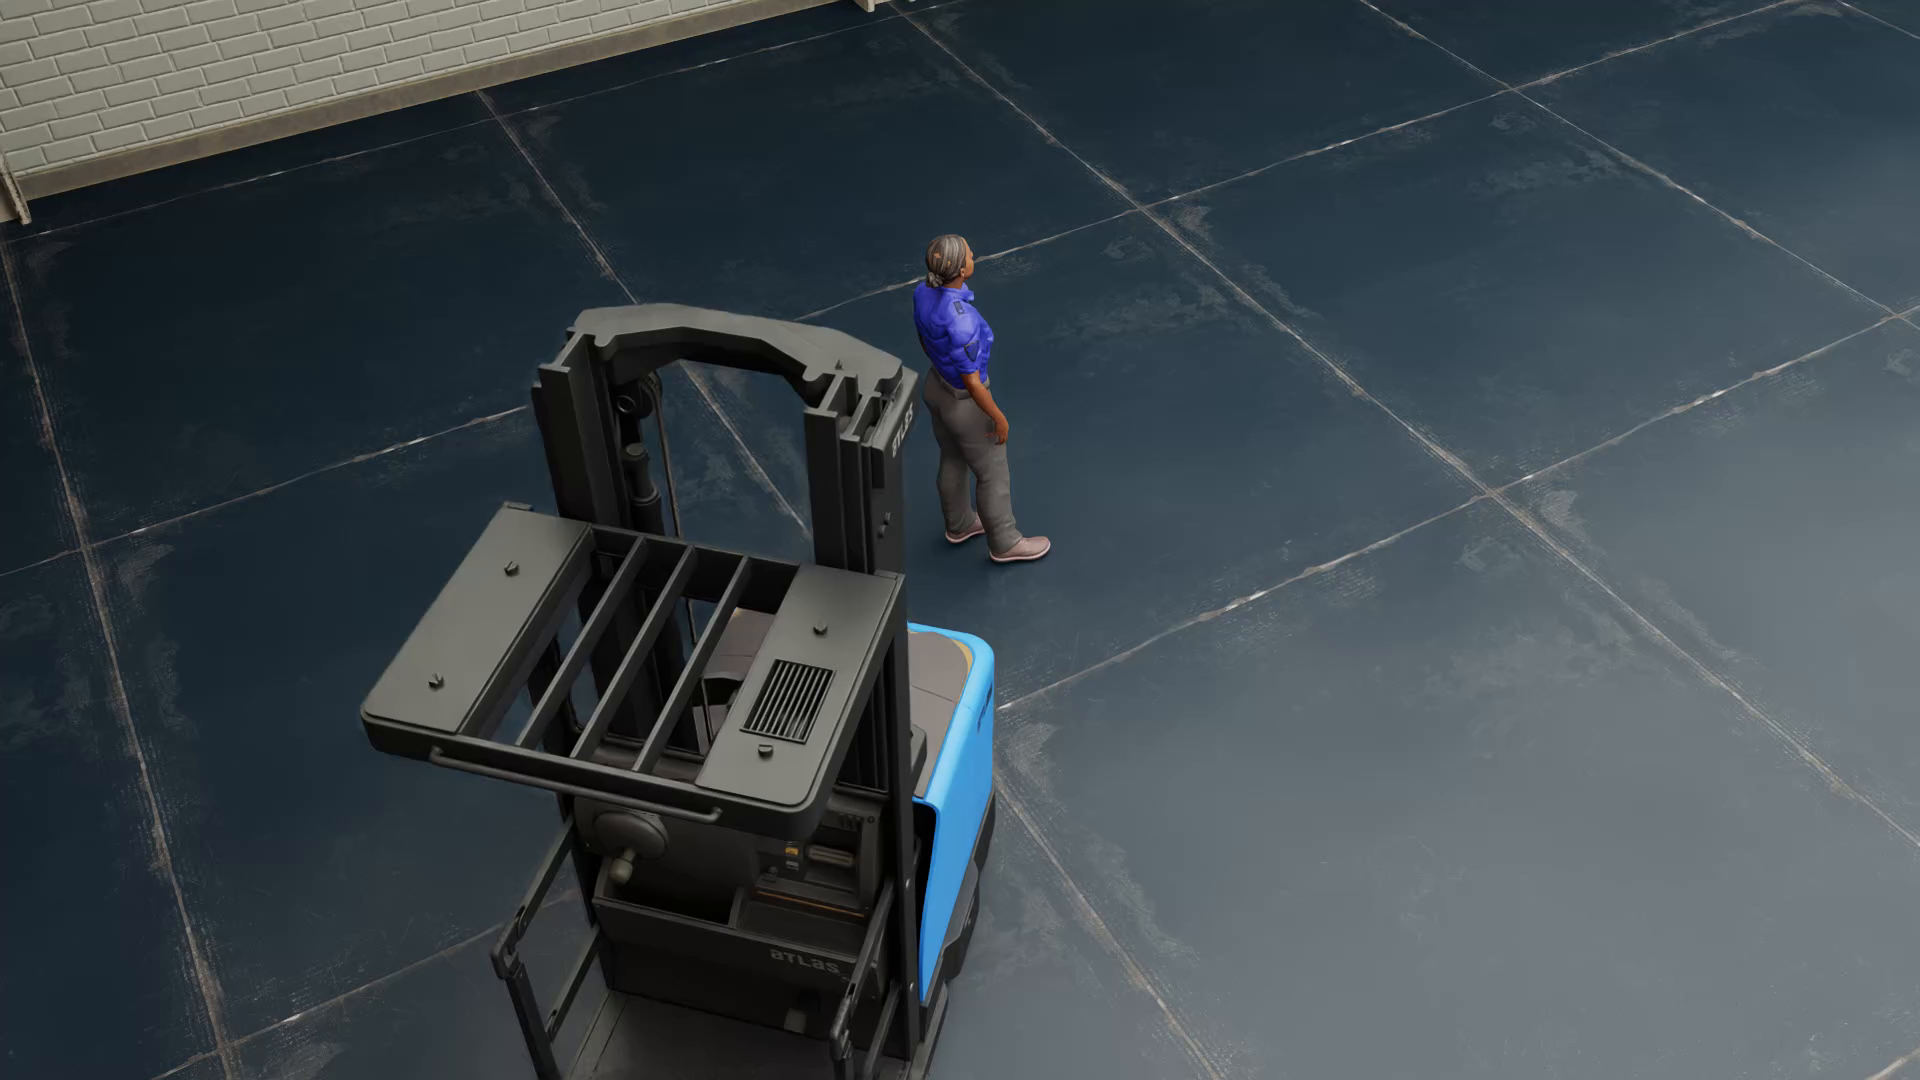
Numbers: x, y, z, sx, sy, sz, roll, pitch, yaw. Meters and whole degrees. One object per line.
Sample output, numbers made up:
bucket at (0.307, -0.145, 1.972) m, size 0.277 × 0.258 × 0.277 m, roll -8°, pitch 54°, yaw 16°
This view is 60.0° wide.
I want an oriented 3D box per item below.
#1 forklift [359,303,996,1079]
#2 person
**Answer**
forklift at (-0.736, 0.945, 4.679) m, size 1.130 × 2.935 × 3.031 m, roll 10°, pitch 44°, yaw 11°
person at (0.086, -0.630, 7.305) m, size 0.504 × 1.655 × 0.569 m, roll -21°, pitch 47°, yaw -21°
